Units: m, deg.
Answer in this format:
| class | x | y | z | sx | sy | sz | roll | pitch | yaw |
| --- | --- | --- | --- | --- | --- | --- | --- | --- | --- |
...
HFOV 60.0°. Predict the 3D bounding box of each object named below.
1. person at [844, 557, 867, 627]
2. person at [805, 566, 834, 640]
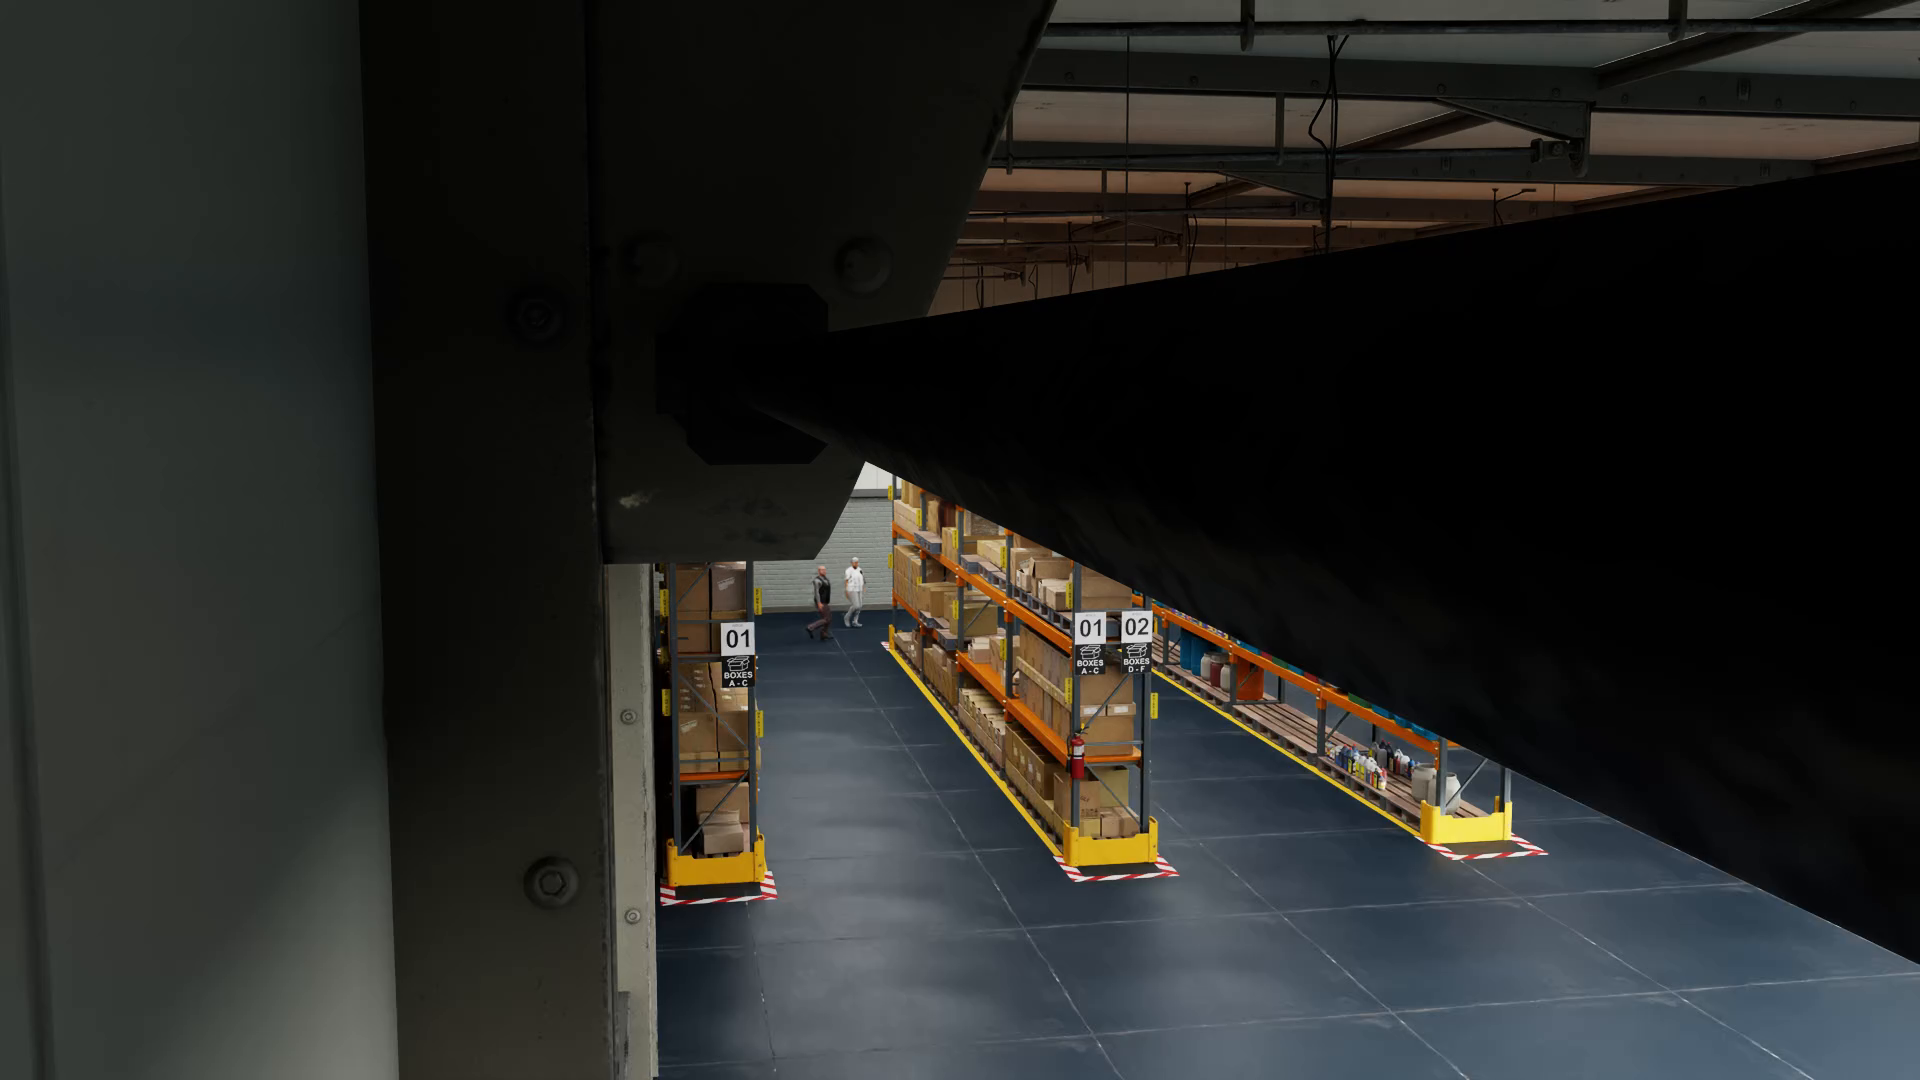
| class | x | y | z | sx | sy | sz | roll | pitch | yaw |
| --- | --- | --- | --- | --- | --- | --- | --- | --- | --- |
| person | -2.473 | 1.230 | 39.369 | 0.454 | 1.662 | 0.510 | 4 | 7 | 32 |
| person | -3.173 | 1.424 | 37.489 | 0.661 | 1.692 | 0.545 | -1 | 6 | -10 |
